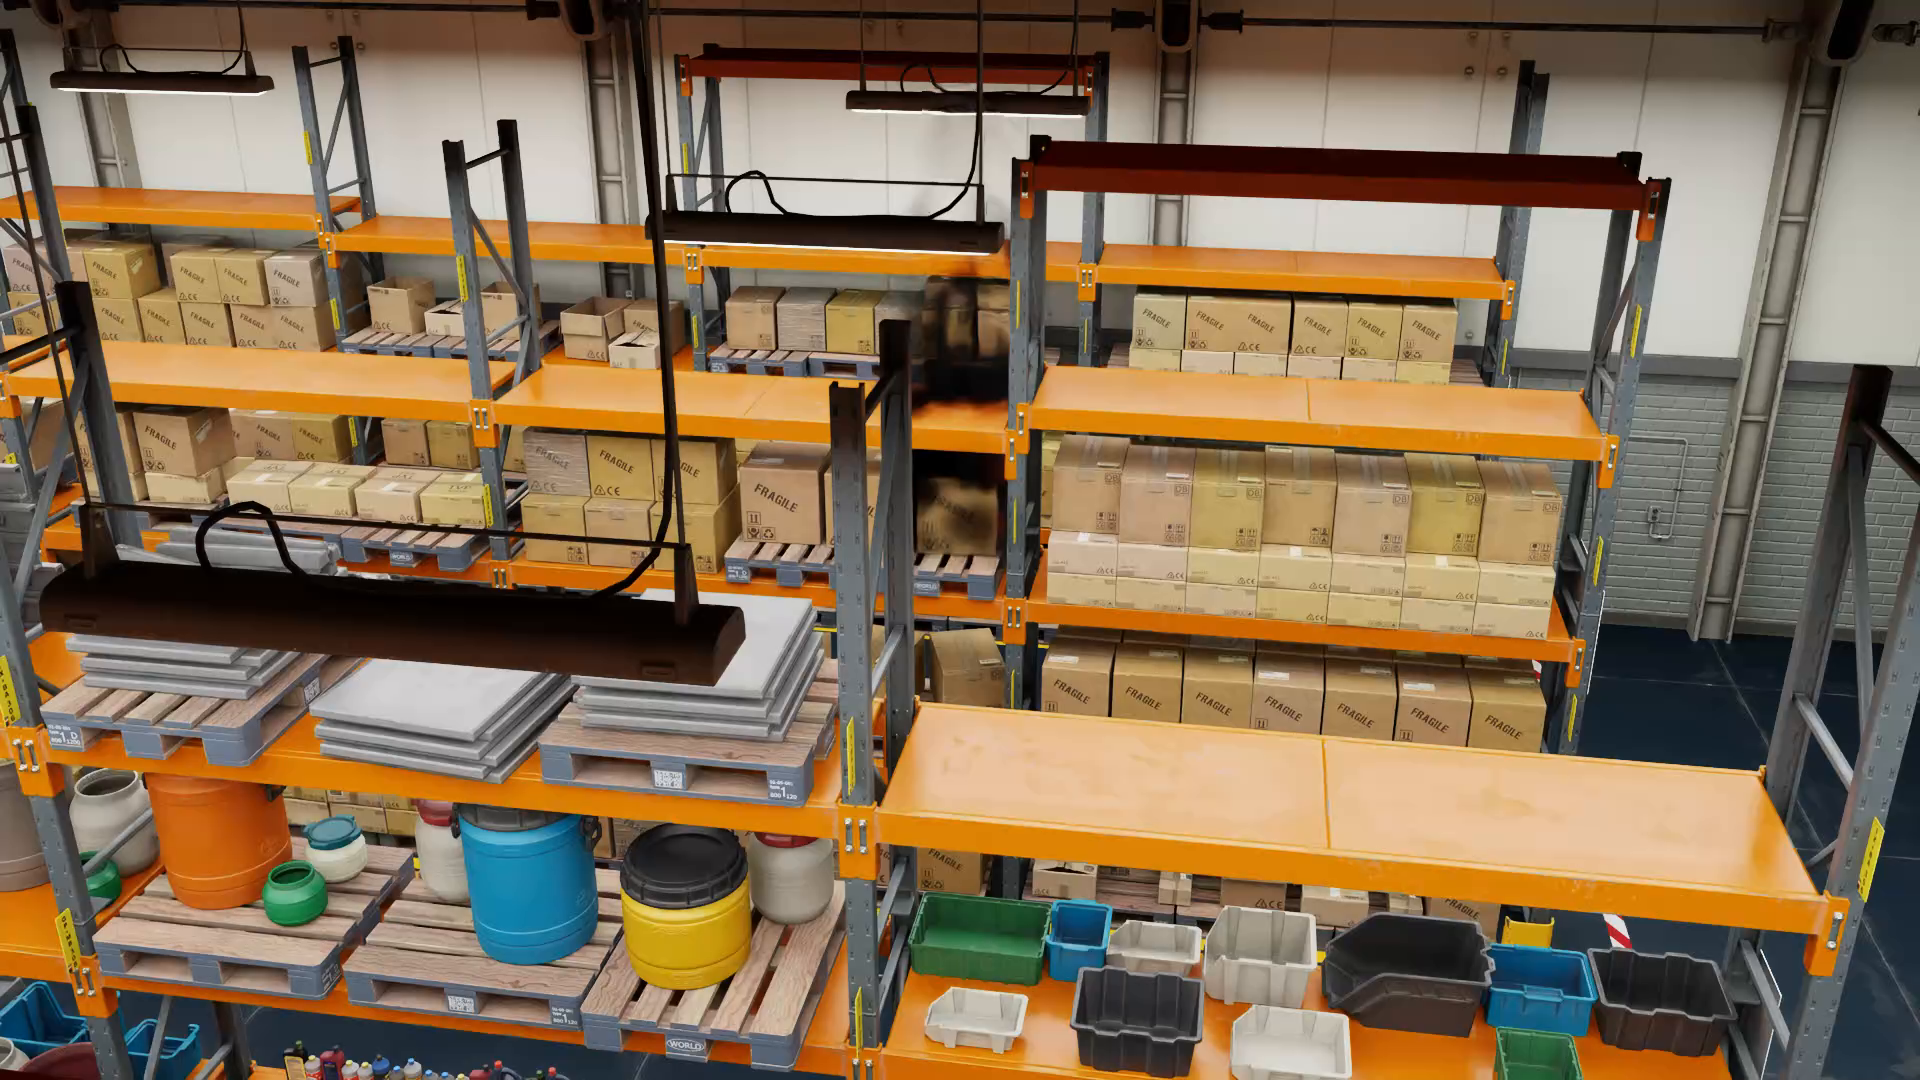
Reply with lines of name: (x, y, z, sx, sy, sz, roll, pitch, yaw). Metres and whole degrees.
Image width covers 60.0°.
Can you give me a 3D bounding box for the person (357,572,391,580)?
person: (-5.743, 0.784, 16.393, 0.589, 1.647, 0.615, 1, 23, 2)
